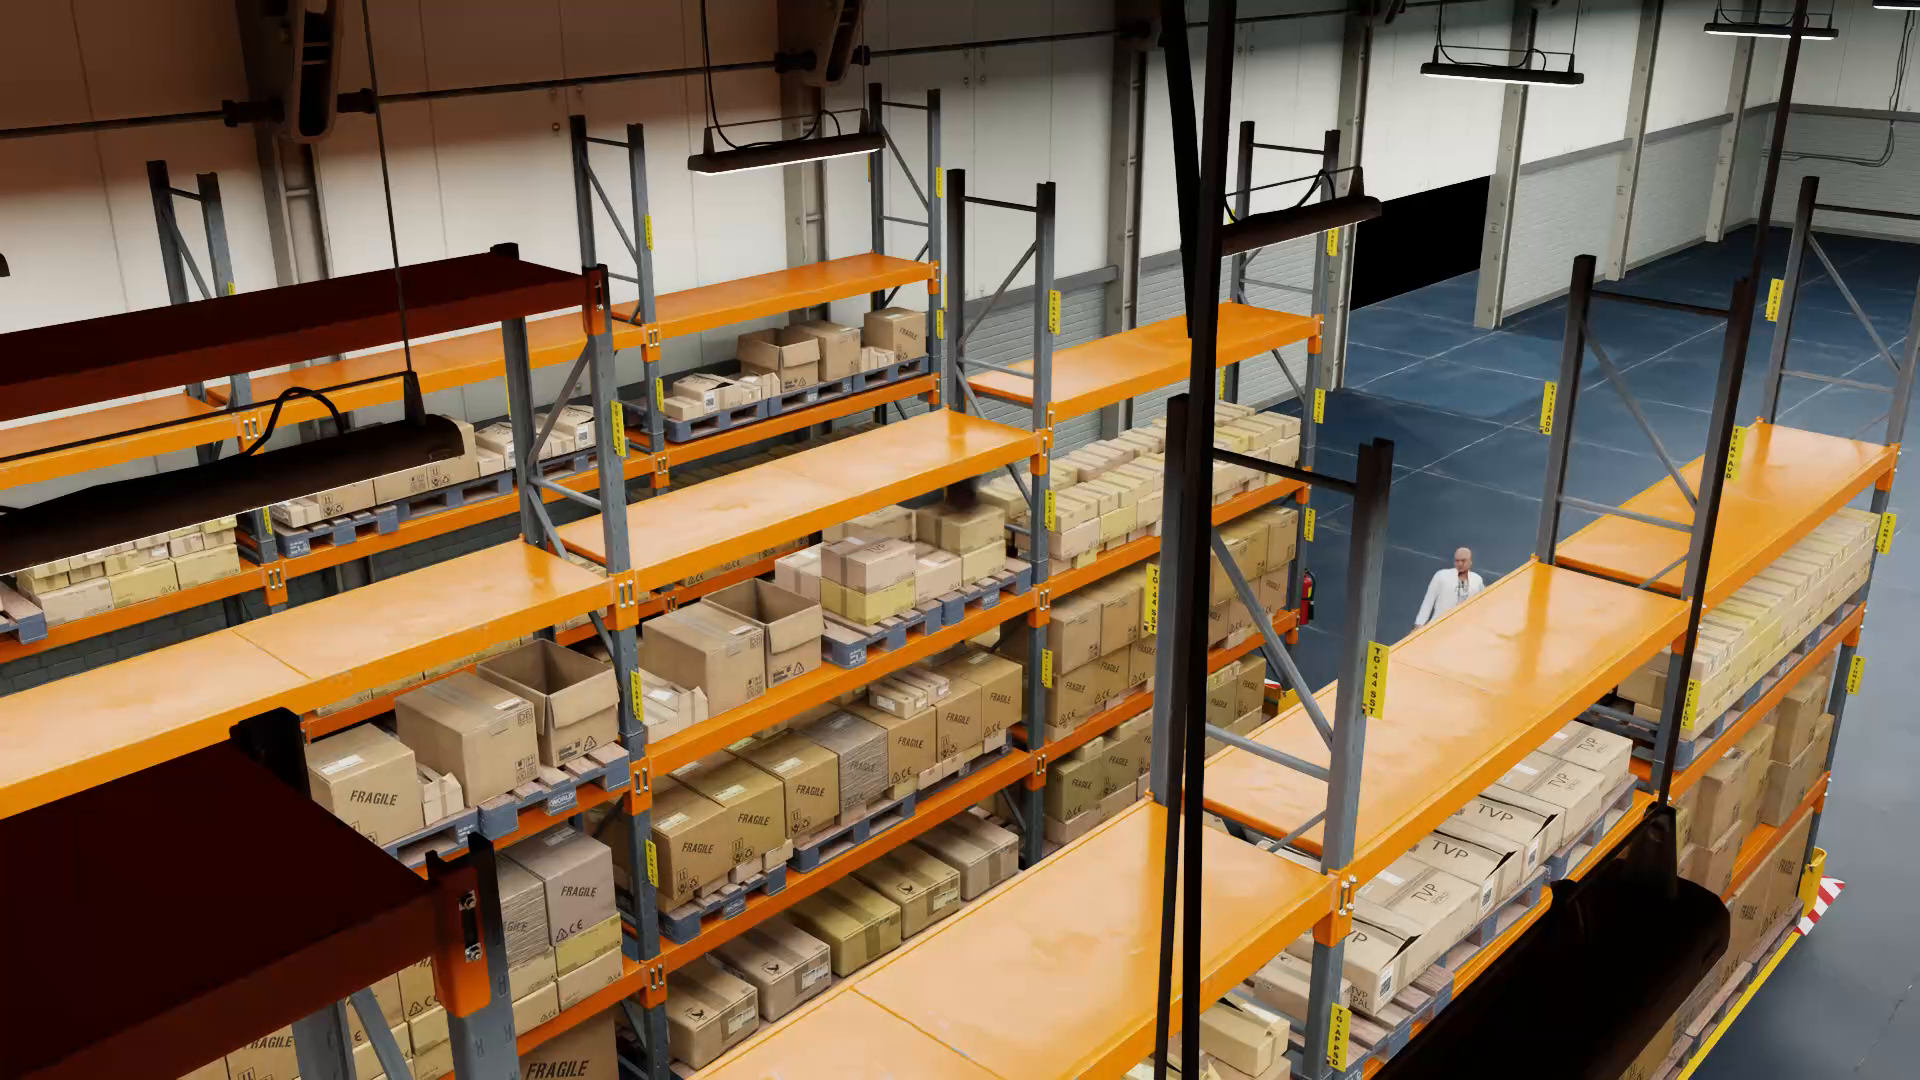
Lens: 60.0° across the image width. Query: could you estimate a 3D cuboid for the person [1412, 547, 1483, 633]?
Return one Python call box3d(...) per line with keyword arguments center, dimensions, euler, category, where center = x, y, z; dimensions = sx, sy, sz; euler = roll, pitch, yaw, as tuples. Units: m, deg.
box3d(center=(4.989, 0.950, 17.103), dimensions=(0.750, 1.795, 0.469), euler=(-7, 22, -18), category="person")
